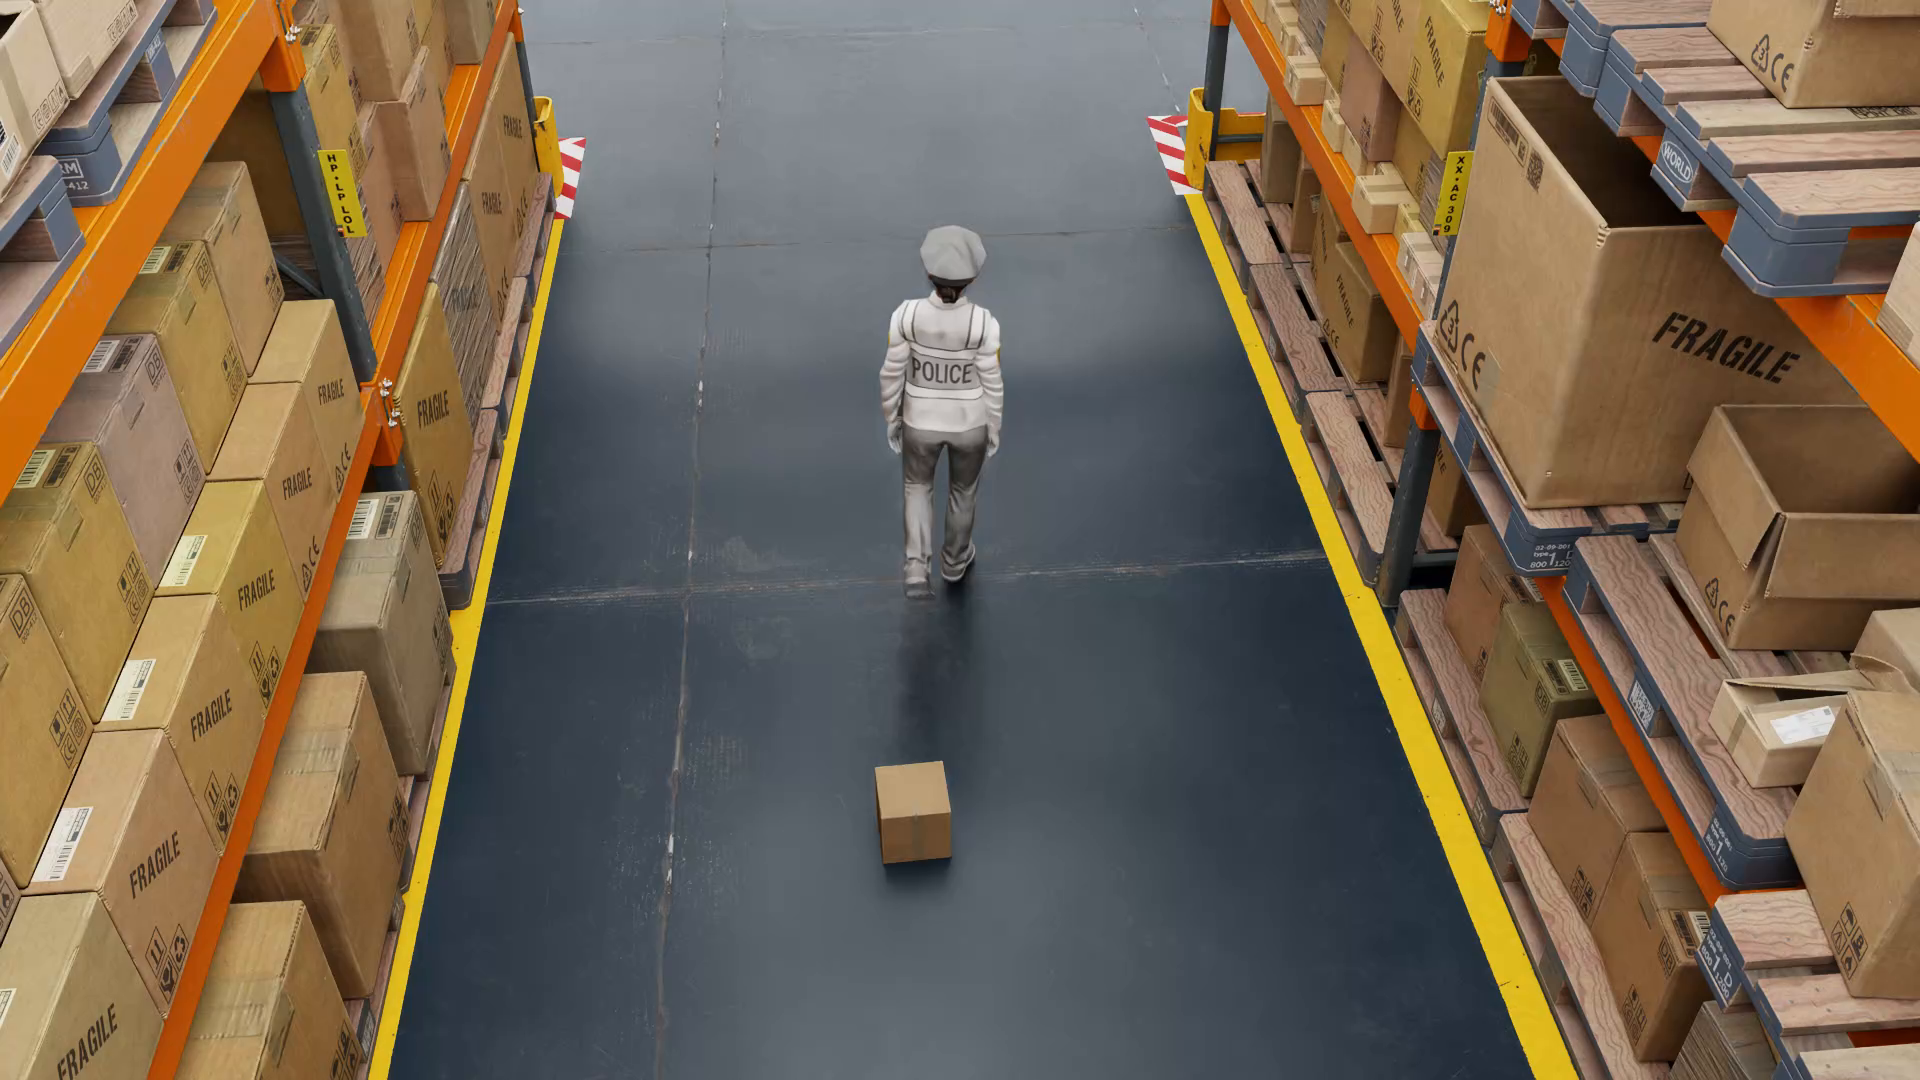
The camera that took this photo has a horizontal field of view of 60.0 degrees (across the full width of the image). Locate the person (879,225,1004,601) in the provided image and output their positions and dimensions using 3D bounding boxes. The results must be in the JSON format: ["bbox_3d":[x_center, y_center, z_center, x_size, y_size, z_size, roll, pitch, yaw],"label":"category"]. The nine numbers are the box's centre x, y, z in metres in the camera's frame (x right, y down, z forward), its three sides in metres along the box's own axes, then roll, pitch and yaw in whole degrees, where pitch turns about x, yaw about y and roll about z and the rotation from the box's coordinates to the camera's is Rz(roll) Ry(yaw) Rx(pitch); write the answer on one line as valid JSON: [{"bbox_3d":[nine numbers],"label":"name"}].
[{"bbox_3d":[-0.077,-0.448,6.649,0.493,1.670,0.606,5,40,6],"label":"person"}]
